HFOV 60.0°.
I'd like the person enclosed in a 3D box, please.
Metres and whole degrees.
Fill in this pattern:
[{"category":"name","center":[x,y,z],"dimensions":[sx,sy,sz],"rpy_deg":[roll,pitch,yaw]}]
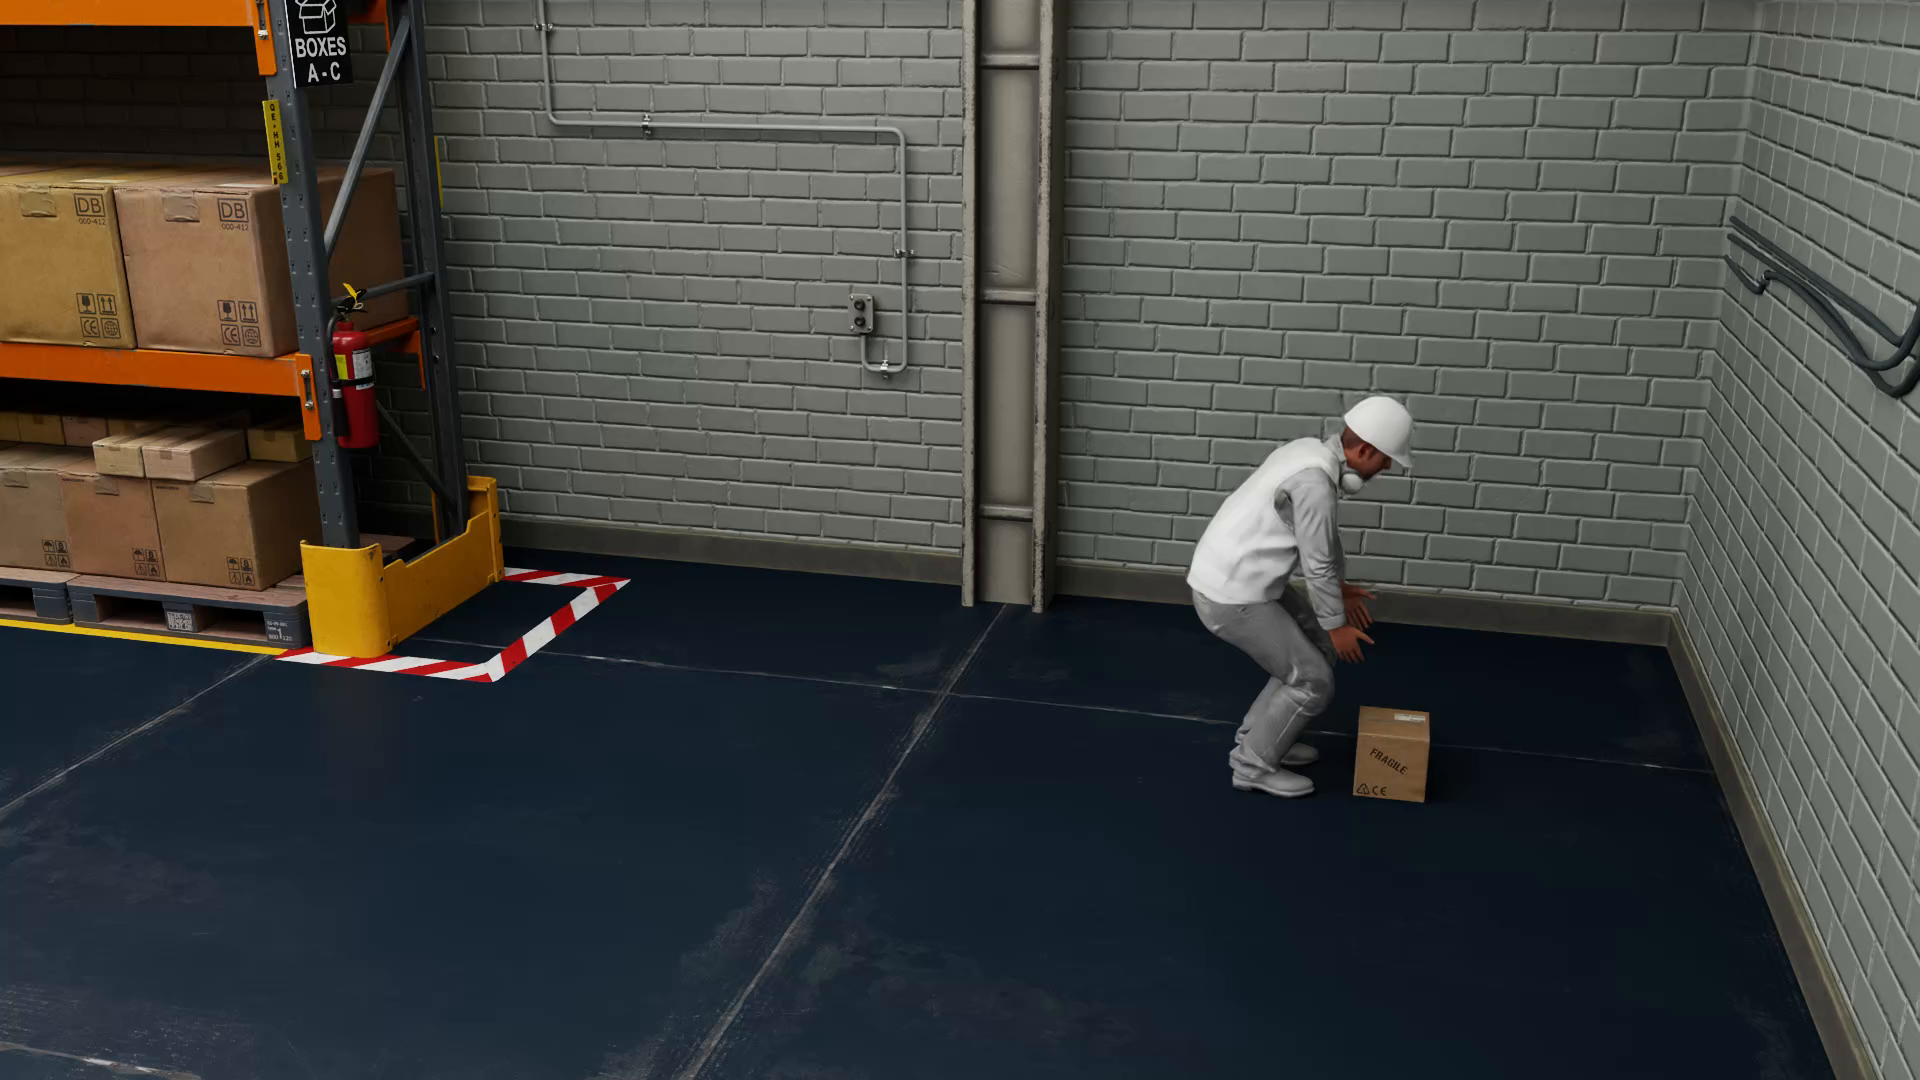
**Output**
[{"category":"person","center":[1.207,0.177,6.005],"dimensions":[0.753,1.449,0.591],"rpy_deg":[5,19,14]}]
